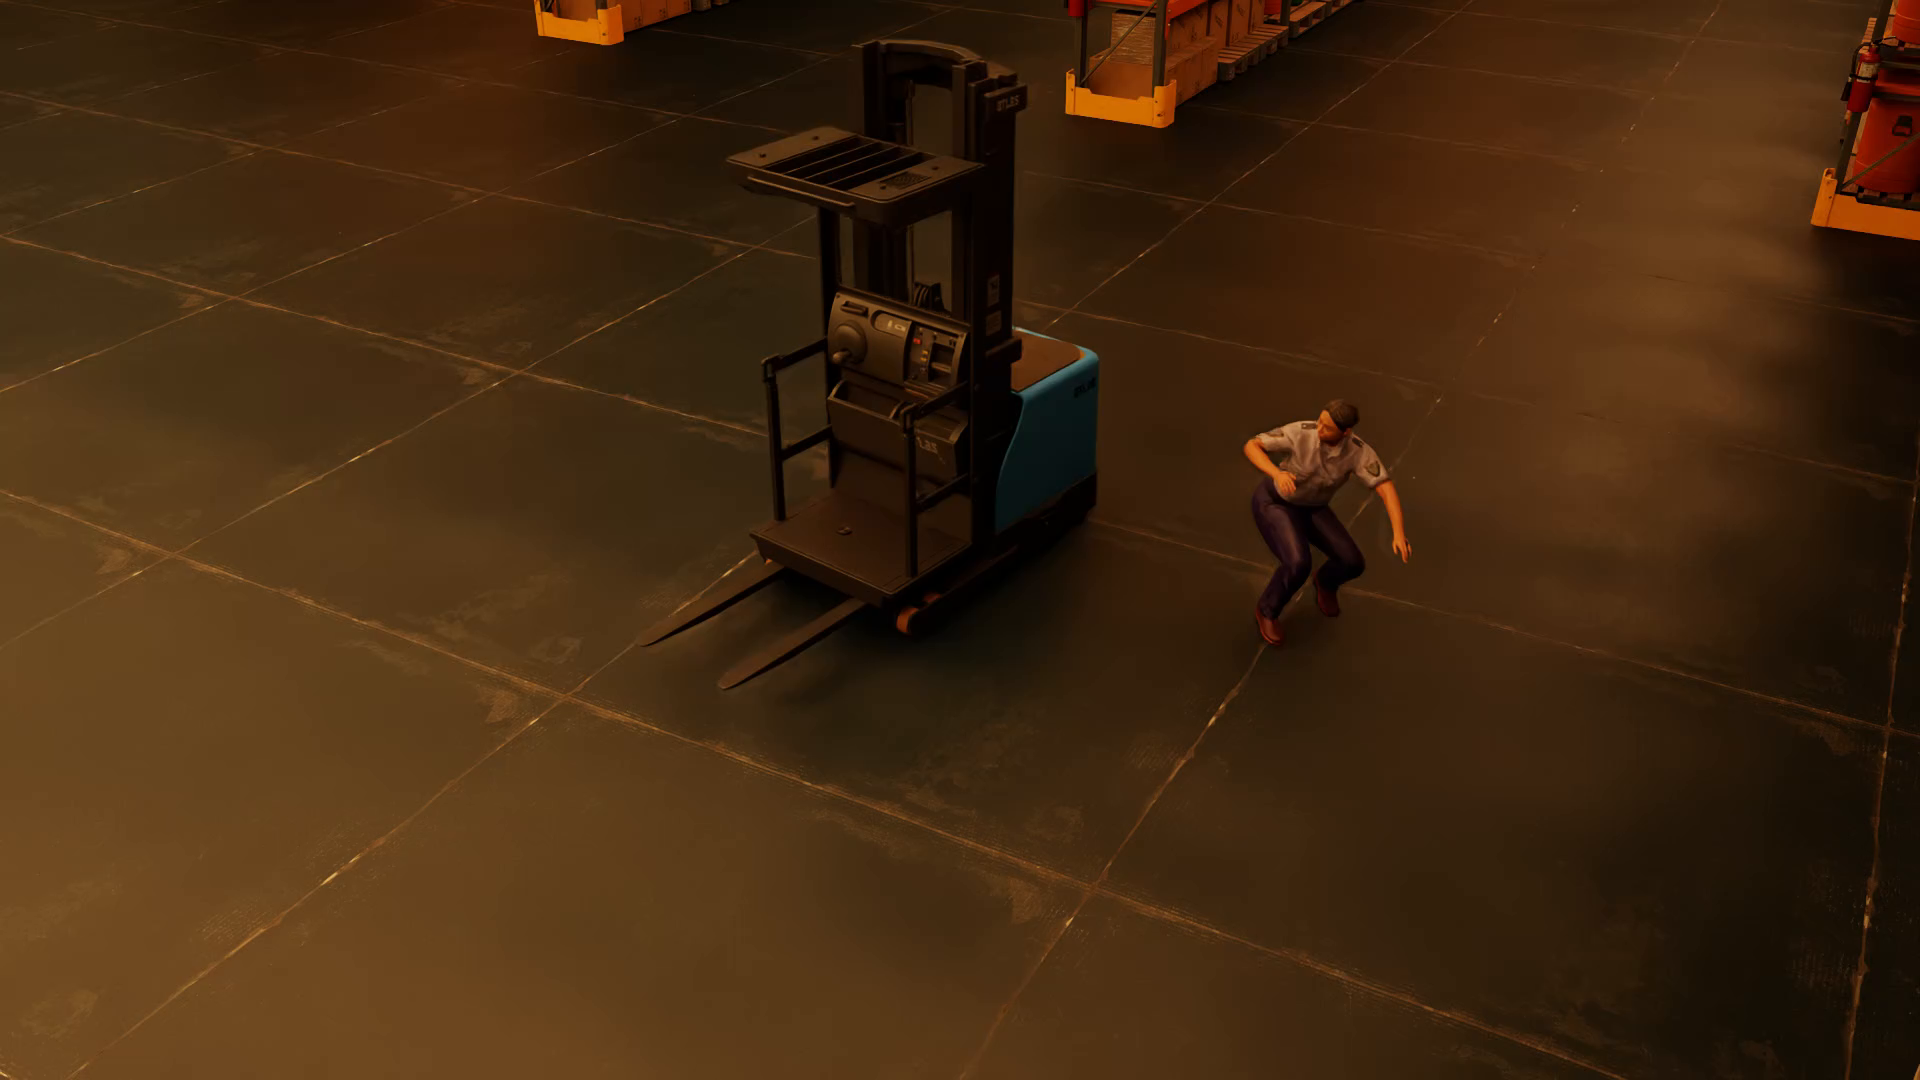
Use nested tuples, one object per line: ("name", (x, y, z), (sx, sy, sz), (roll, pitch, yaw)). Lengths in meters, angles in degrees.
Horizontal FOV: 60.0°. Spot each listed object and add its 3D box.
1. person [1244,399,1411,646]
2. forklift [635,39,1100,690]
("person", (1.887, -0.083, 8.795), (0.739, 1.390, 0.882), (-7, 31, -12))
("forklift", (-0.477, -1.025, 8.847), (1.130, 2.935, 3.031), (22, 37, 33))
